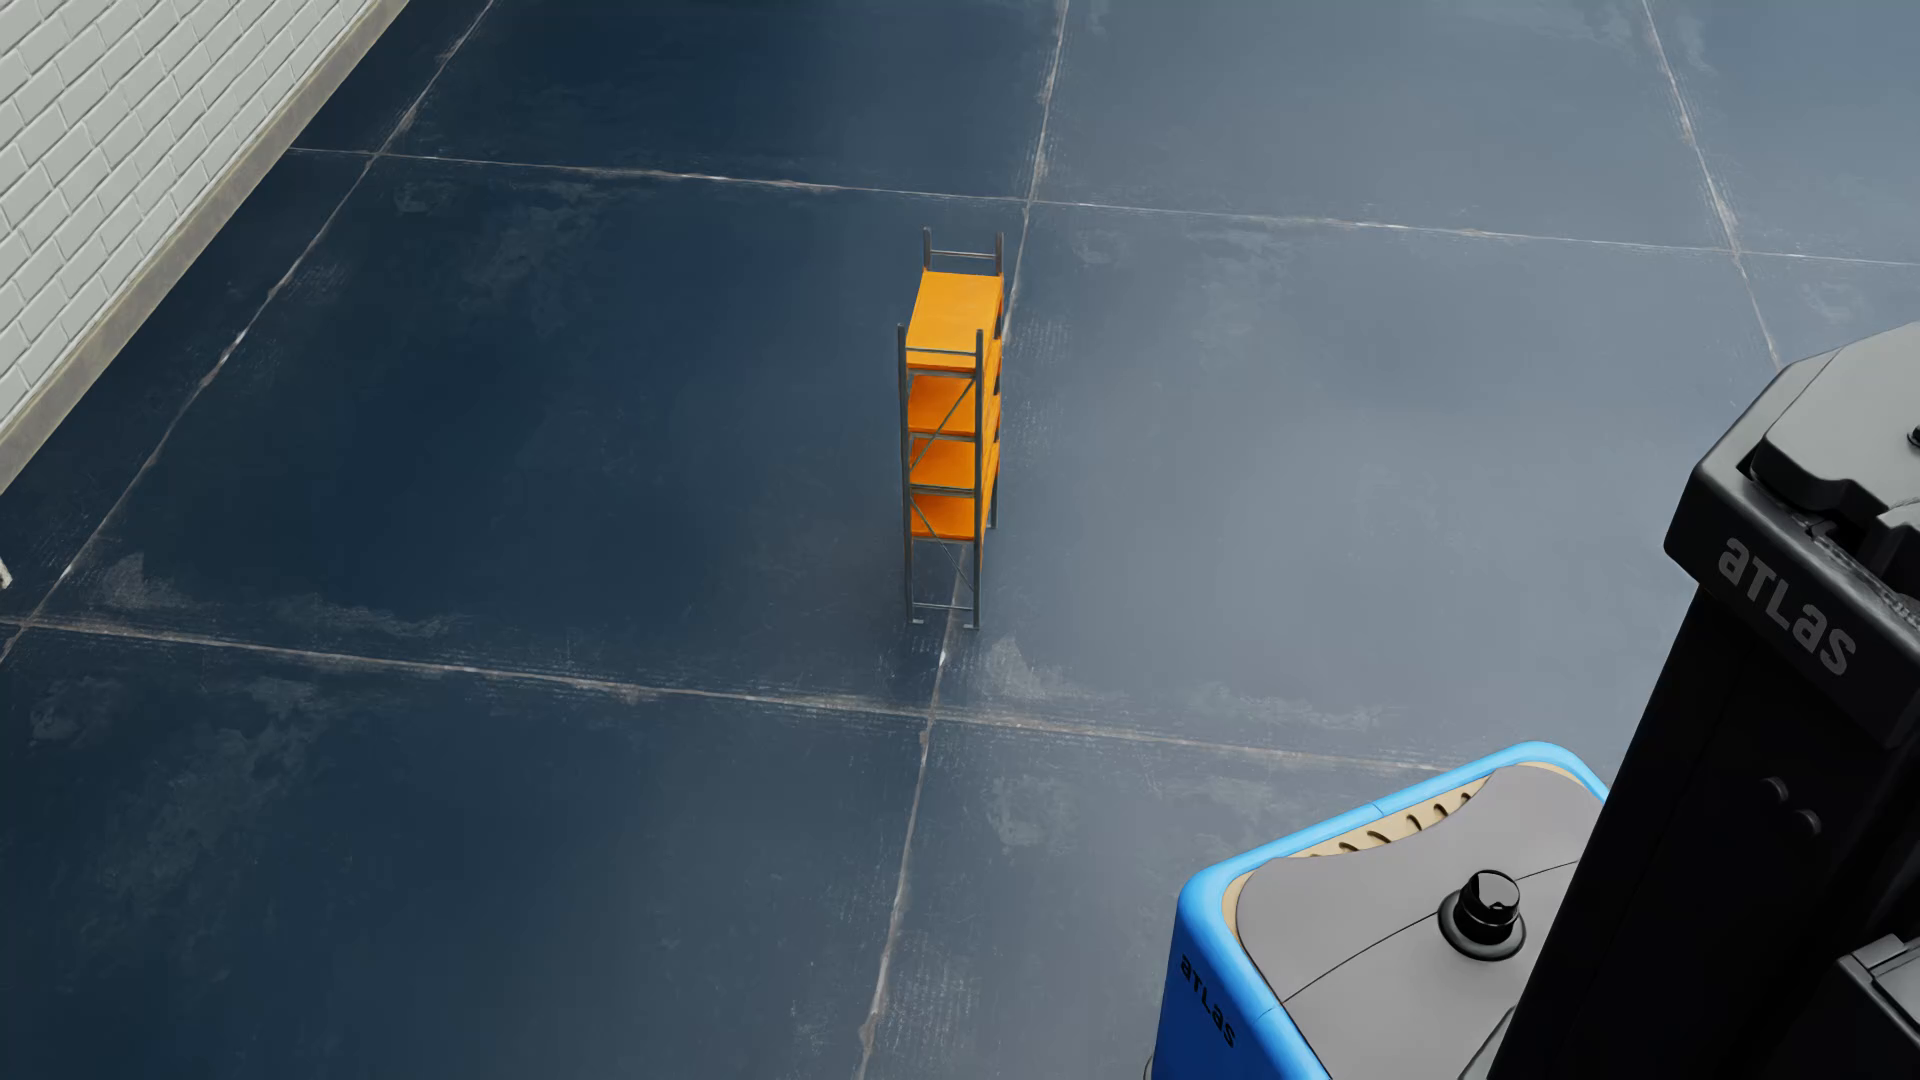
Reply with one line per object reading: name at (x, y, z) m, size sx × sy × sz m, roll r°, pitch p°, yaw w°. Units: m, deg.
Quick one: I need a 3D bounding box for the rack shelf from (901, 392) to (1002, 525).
rack shelf at (-0.022, -0.274, 5.265) m, size 0.258 × 0.148 × 0.480 m, roll 5°, pitch 44°, yaw 6°

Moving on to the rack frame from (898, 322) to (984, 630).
rack frame at (-0.054, -0.157, 5.043) m, size 0.240 × 1.200 × 0.015 m, roll 5°, pitch 44°, yaw 6°

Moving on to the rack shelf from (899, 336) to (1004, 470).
rack shelf at (-0.022, -0.436, 5.111) m, size 0.258 × 0.148 × 0.480 m, roll 5°, pitch 44°, yaw 6°

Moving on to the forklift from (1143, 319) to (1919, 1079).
forklift at (1.506, 1.207, 2.344) m, size 1.130 × 2.935 × 3.031 m, roll -17°, pitch 46°, yaw -18°

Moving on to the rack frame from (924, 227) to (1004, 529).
rack frame at (0.010, -0.489, 5.394) m, size 0.240 × 1.200 × 0.015 m, roll 5°, pitch 44°, yaw 6°

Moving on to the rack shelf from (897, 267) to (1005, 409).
rack shelf at (-0.022, -0.608, 4.948) m, size 0.258 × 0.148 × 0.480 m, roll 5°, pitch 44°, yaw 6°

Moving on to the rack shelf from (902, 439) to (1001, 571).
rack shelf at (-0.022, -0.130, 5.401) m, size 0.258 × 0.148 × 0.480 m, roll 5°, pitch 44°, yaw 6°

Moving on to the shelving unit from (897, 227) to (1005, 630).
shelving unit at (-0.022, -0.323, 5.218) m, size 0.258 × 1.200 × 0.503 m, roll 5°, pitch 44°, yaw 6°
